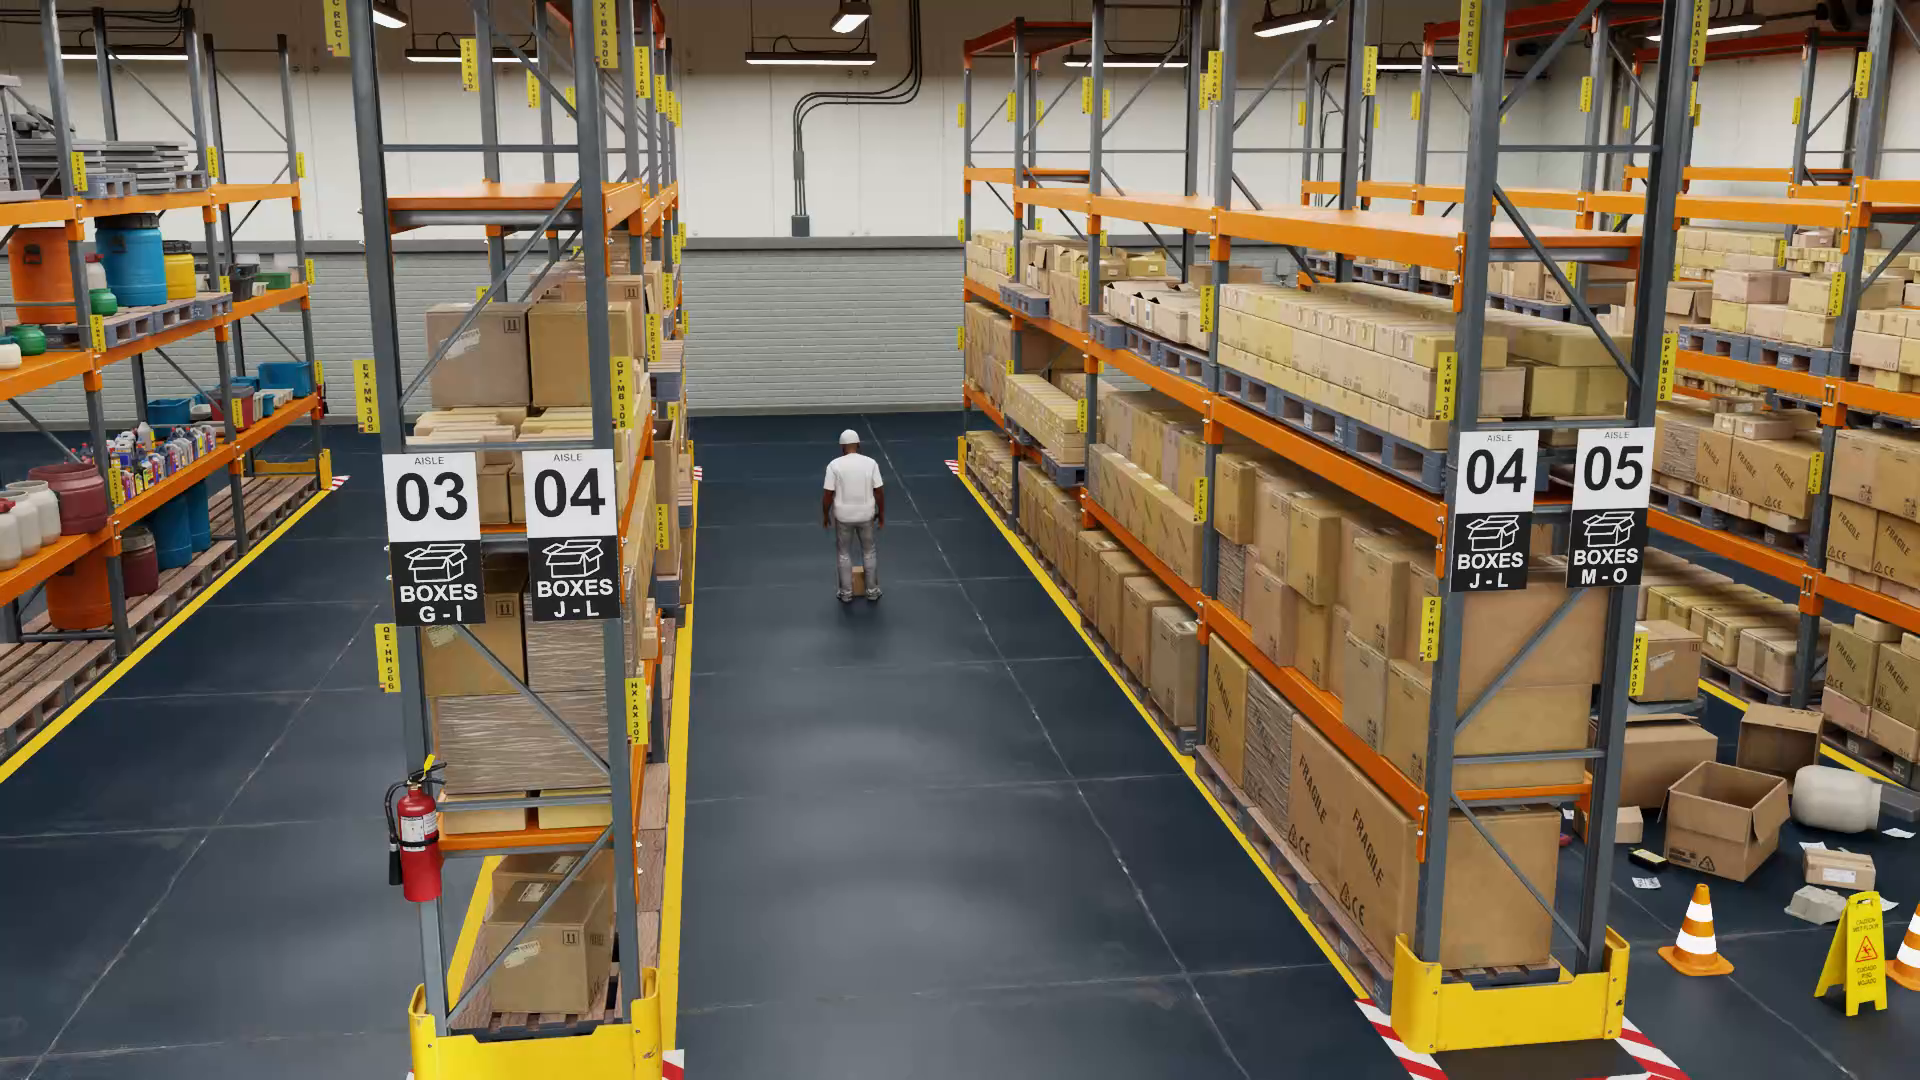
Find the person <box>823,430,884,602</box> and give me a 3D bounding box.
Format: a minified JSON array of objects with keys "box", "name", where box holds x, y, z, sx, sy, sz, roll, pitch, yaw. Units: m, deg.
[{"box":[-1.088,-0.254,17.038,0.638,1.761,0.457,-2,13,-10],"name":"person"}]
